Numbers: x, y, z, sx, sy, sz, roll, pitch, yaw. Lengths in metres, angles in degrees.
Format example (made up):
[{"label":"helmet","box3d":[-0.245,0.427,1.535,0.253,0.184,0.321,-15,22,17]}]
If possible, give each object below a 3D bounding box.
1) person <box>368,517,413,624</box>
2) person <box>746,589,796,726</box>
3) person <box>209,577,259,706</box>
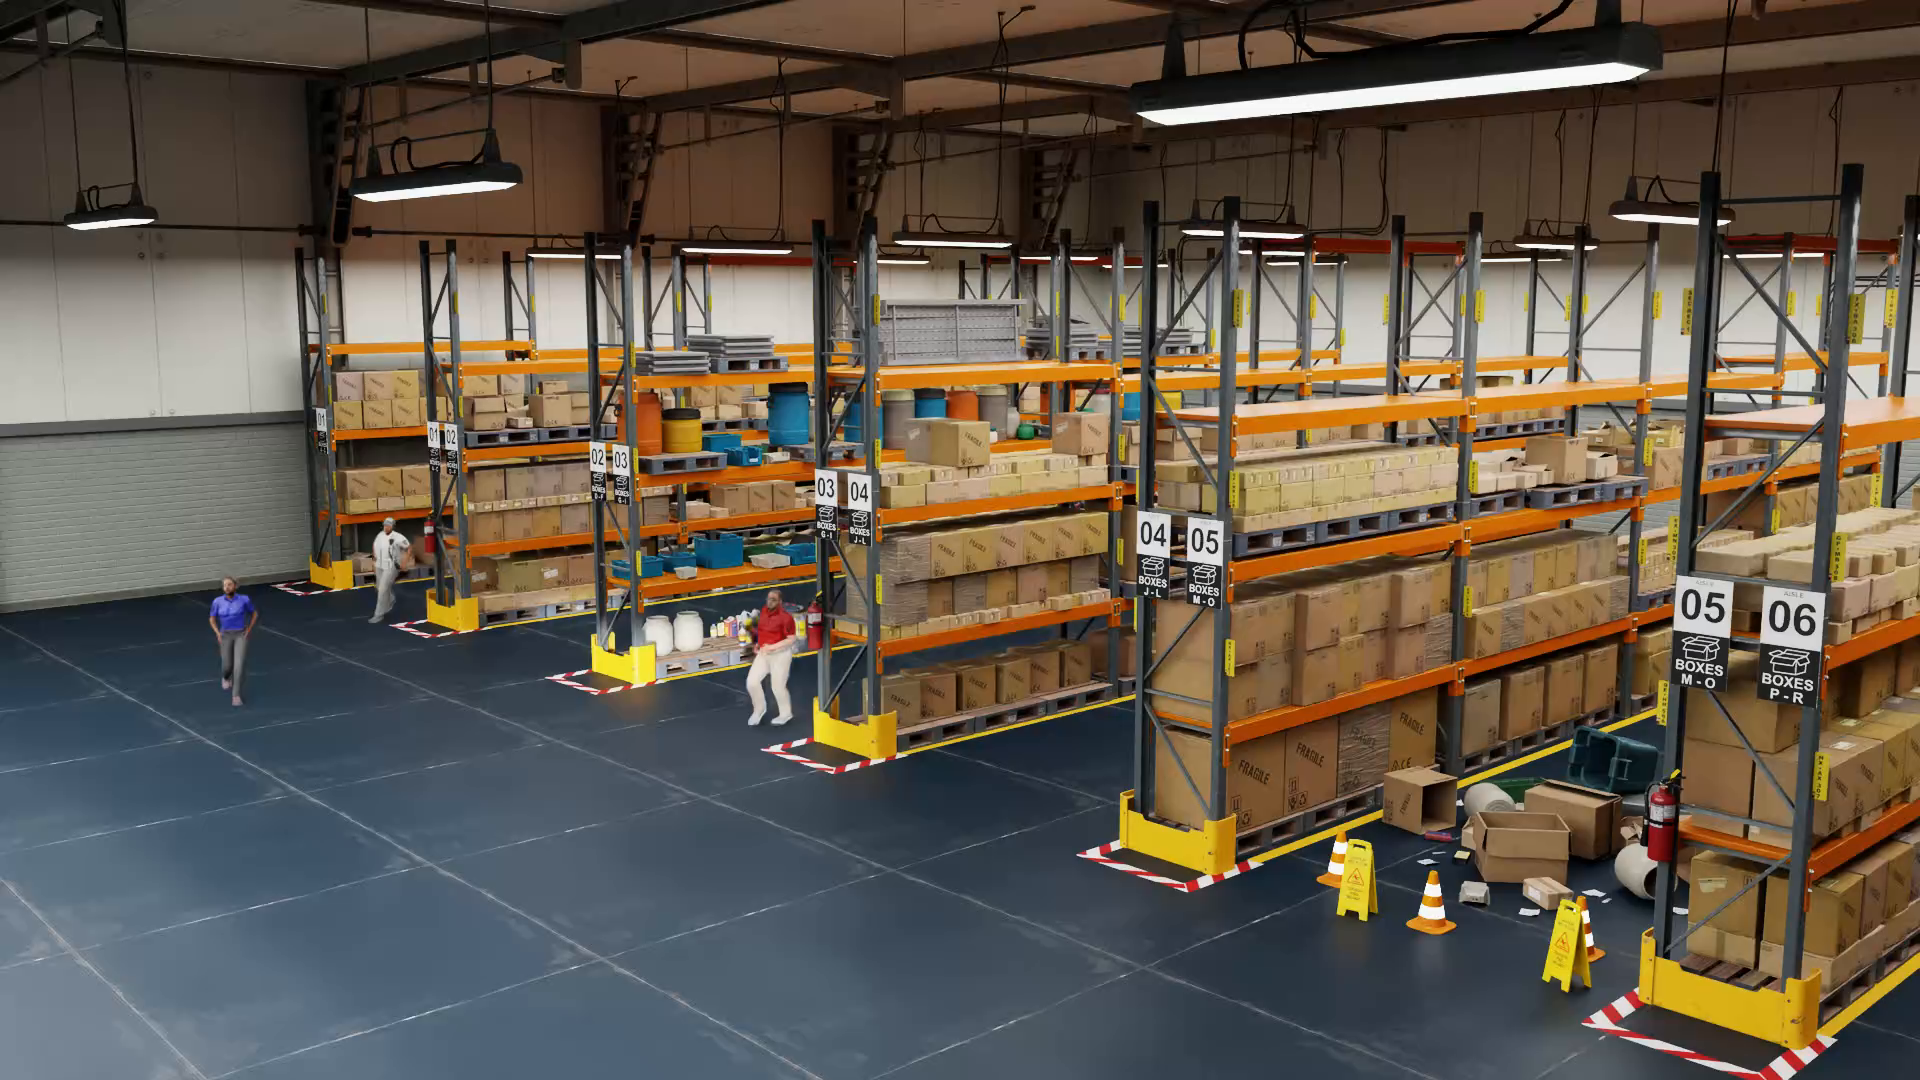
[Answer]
[{"label":"person","box3d":[-9.136,0.453,26.649,0.699,1.662,0.854,3,9,18]},{"label":"person","box3d":[-2.256,1.432,19.930,0.701,1.744,0.744,5,10,32]},{"label":"person","box3d":[-9.283,1.266,21.308,0.581,1.638,0.658,-3,9,-19]}]
